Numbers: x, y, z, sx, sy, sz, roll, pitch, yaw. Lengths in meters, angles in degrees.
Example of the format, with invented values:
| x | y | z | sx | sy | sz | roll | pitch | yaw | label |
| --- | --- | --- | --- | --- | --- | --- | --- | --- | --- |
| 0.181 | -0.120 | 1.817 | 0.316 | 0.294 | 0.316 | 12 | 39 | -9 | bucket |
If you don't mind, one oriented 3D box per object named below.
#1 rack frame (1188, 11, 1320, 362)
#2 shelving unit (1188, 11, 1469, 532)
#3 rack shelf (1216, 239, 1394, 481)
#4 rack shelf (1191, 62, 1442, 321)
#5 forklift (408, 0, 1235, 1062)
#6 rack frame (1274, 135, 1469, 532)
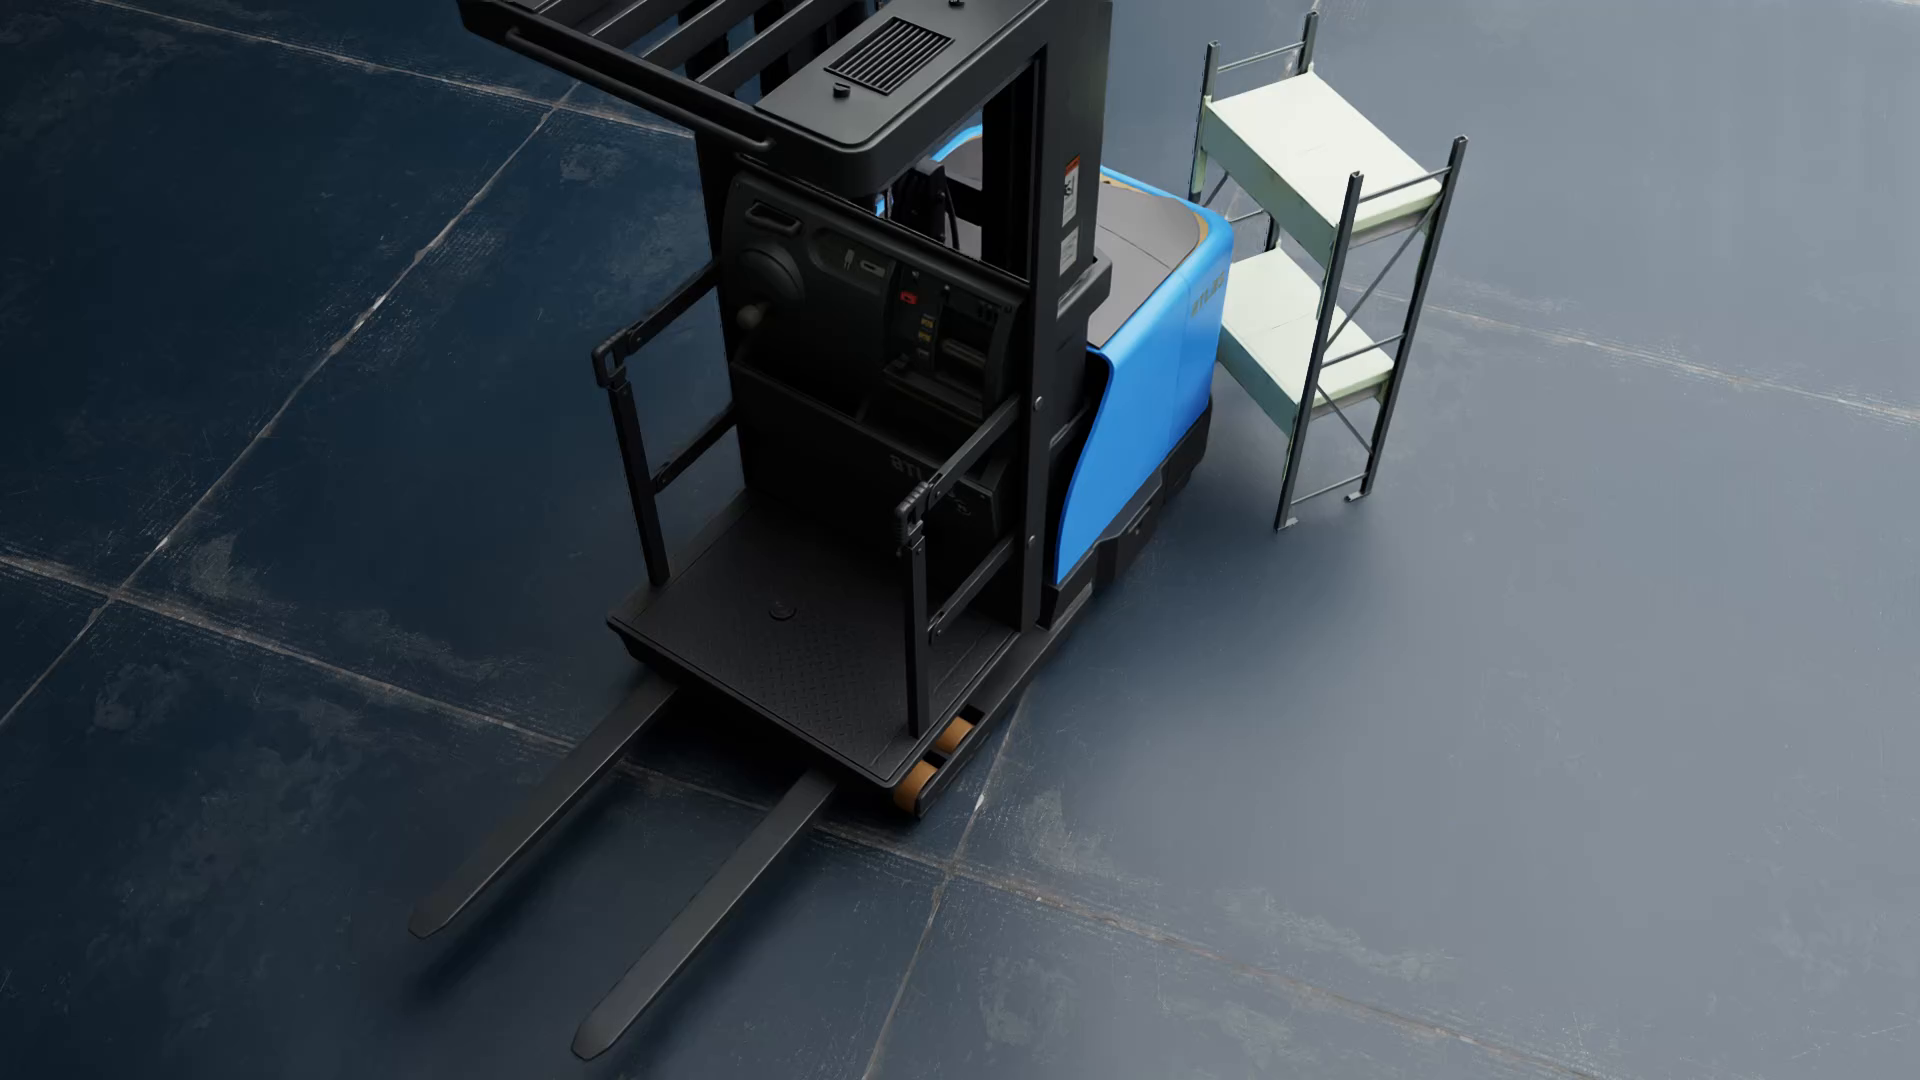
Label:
| x | y | z | sx | sy | sz | roll | pitch | yaw | label |
| --- | --- | --- | --- | --- | --- | --- | --- | --- | --- |
| 0.940 | -1.089 | 5.701 | 0.400 | 1.500 | 0.023 | -21 | 52 | -17 | rack frame |
| 1.107 | -0.843 | 5.488 | 0.431 | 1.500 | 0.755 | -21 | 52 | -17 | shelving unit |
| 1.107 | -0.629 | 5.734 | 0.431 | 0.370 | 0.720 | -21 | 52 | -17 | rack shelf |
| 1.107 | -1.099 | 5.193 | 0.431 | 0.370 | 0.720 | -21 | 52 | -17 | rack shelf |
| -0.375 | -0.551 | 4.288 | 1.130 | 2.935 | 3.031 | 28 | 55 | 22 | forklift |
| 1.274 | -0.597 | 5.275 | 0.400 | 1.500 | 0.023 | -21 | 52 | -17 | rack frame |
